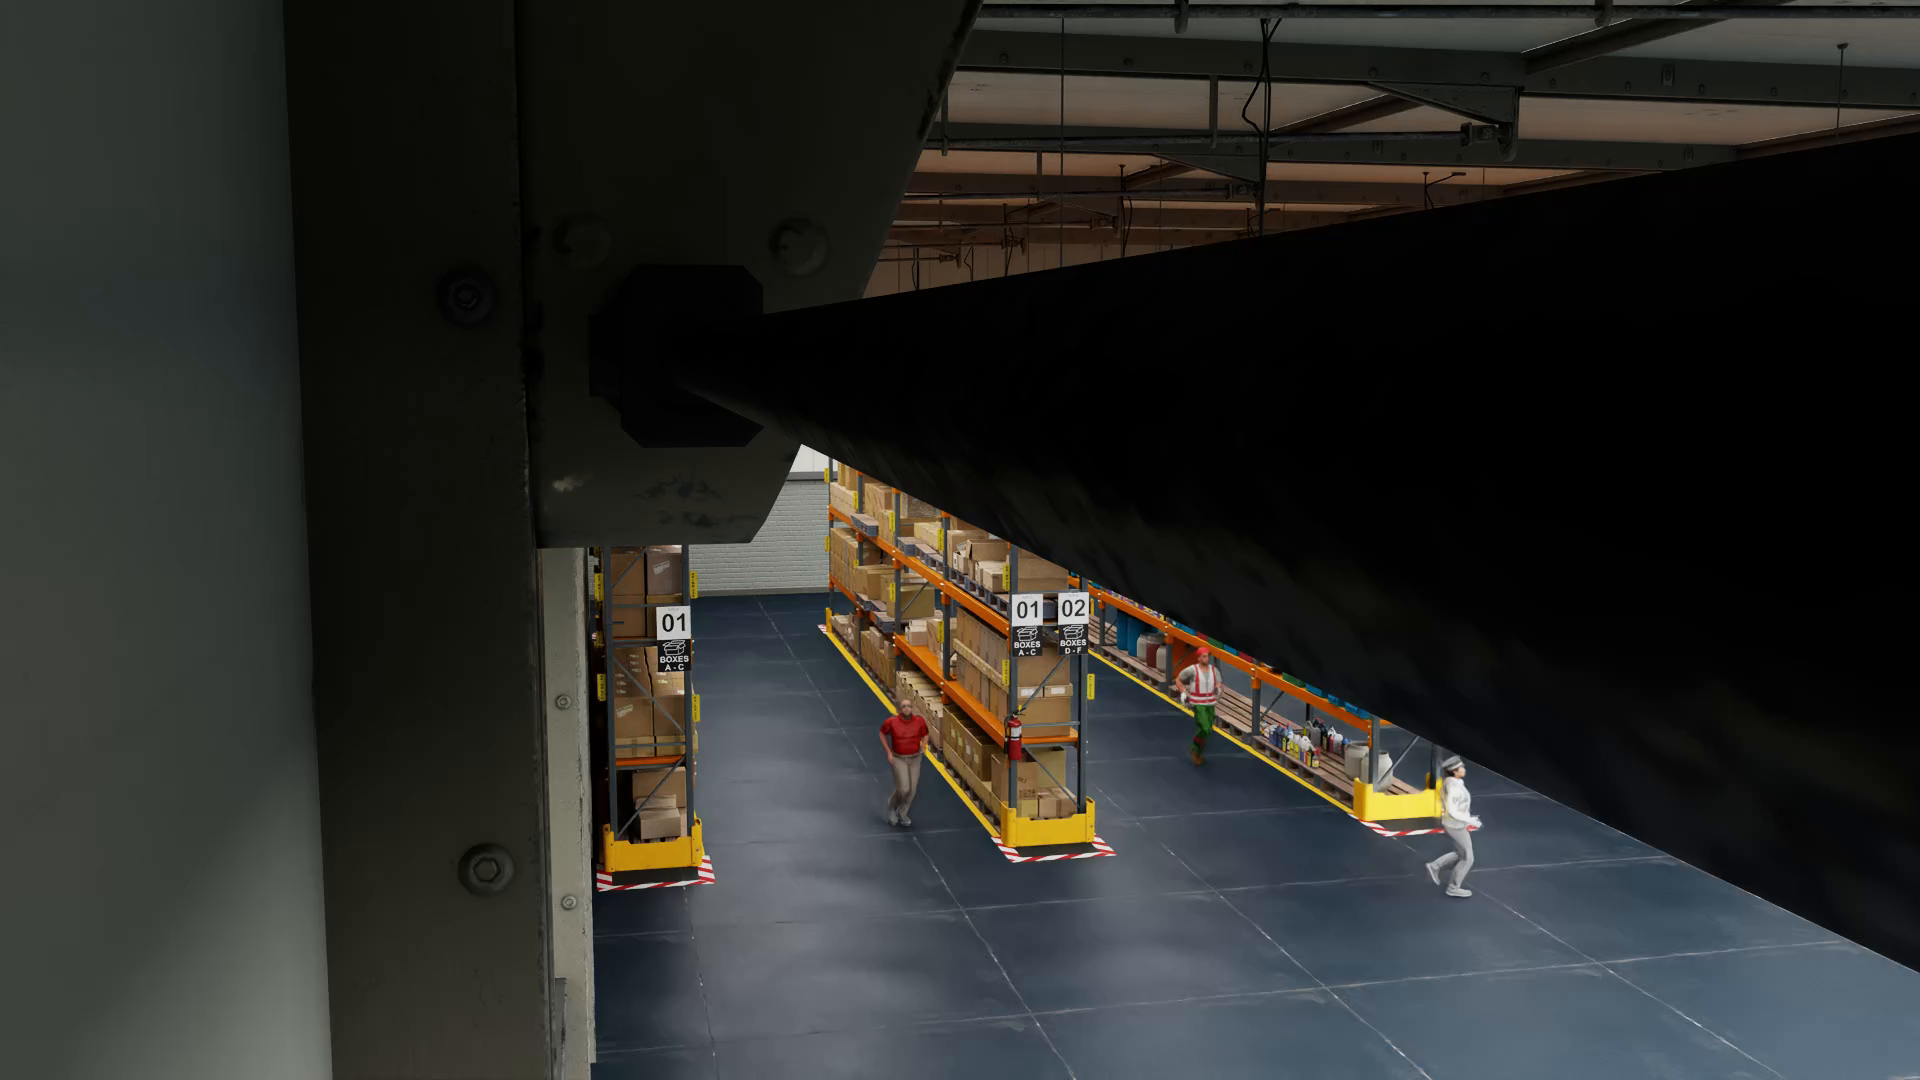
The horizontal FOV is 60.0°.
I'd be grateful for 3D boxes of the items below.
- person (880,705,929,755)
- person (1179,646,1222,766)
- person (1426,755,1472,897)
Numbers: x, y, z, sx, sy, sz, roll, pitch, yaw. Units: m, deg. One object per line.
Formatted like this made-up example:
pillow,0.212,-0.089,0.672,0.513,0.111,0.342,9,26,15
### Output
person,-0.694,2.470,21.734,0.620,0.690,0.313,-2,7,-18
person,3.648,2.488,24.925,0.641,1.785,0.702,-3,7,-24
person,5.619,3.266,19.024,0.509,1.636,0.305,1,7,11
